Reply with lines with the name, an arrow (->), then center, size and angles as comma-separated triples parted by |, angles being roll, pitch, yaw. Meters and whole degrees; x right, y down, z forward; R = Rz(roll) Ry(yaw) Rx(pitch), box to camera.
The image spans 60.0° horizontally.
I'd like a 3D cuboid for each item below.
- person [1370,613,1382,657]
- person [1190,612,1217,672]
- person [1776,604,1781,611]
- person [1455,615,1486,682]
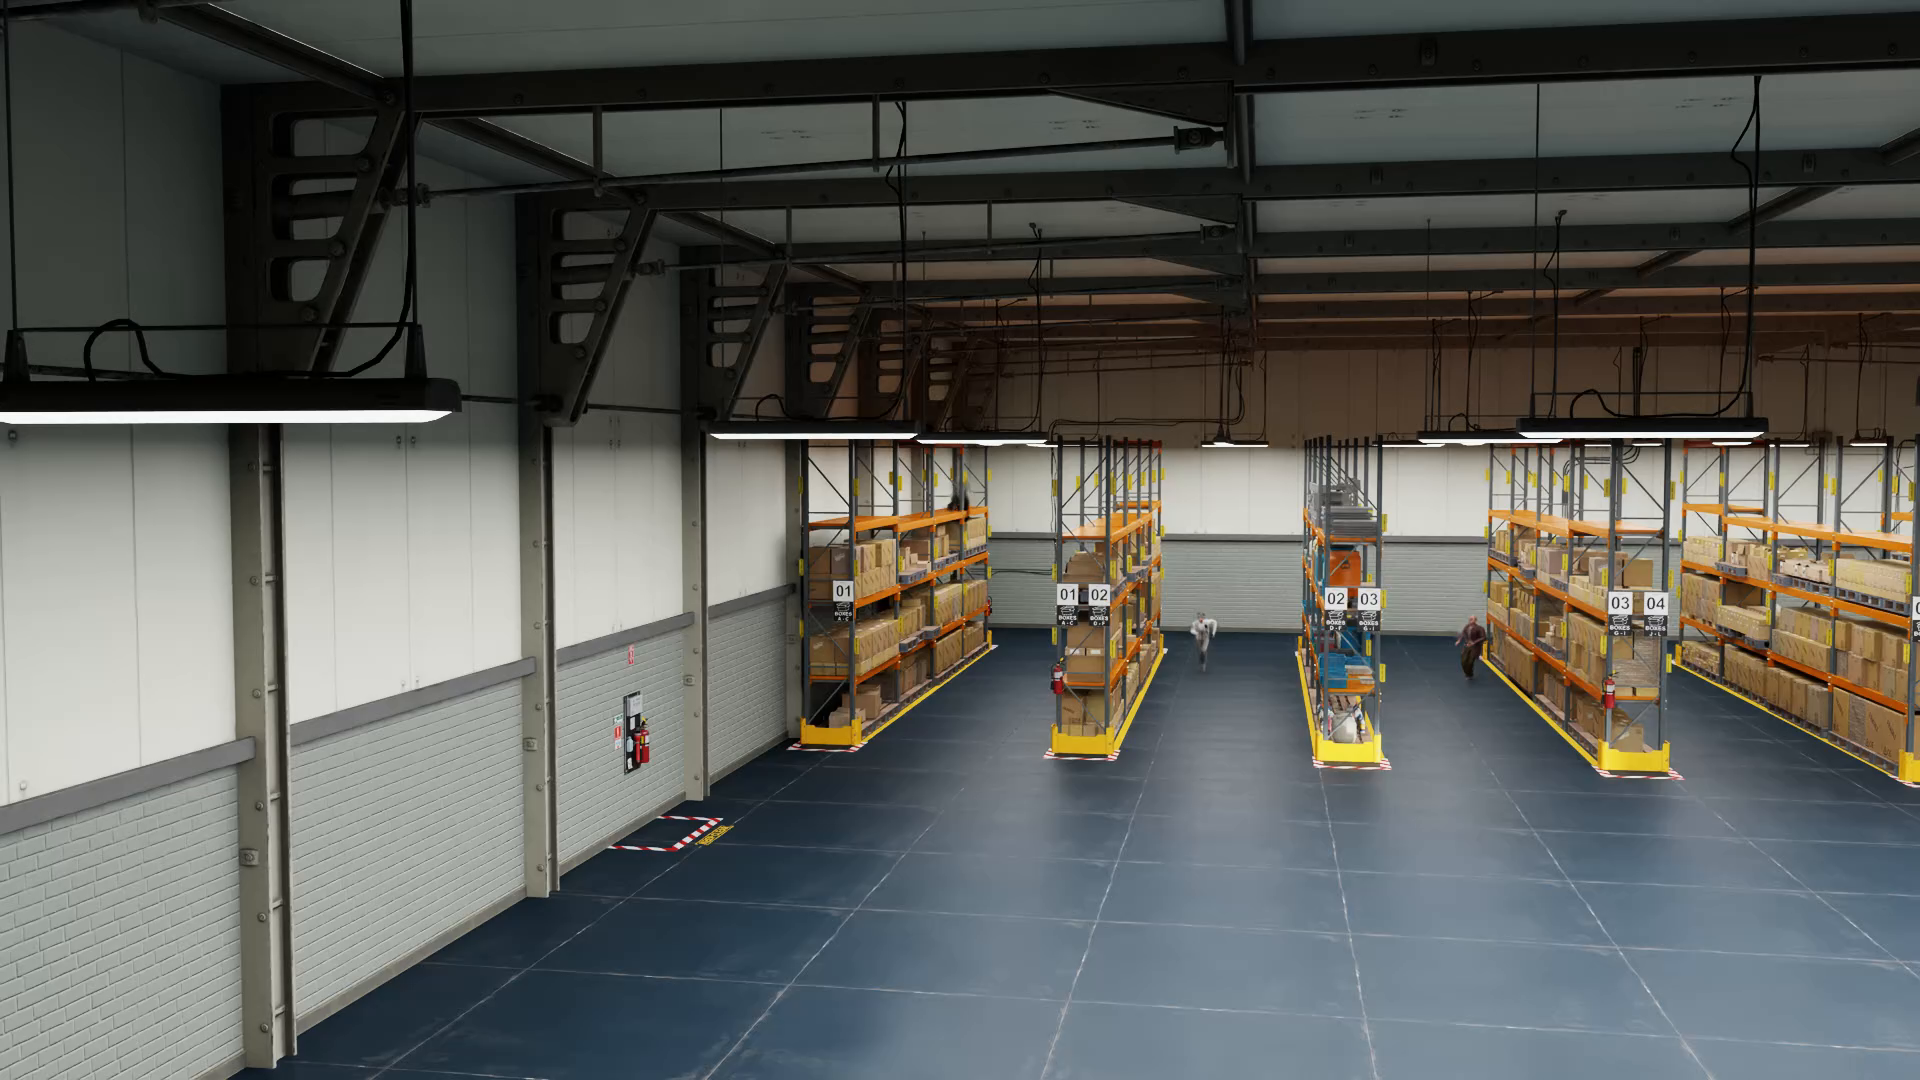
person -> 11.450, 2.414, 46.357 | 0.575, 1.629, 0.955 | 0, 3, -8
person -> 6.318, 2.636, 43.111 | 0.660, 1.602, 0.943 | 1, 3, 14
person -> 21.083, 2.544, 42.849 | 0.607, 1.789, 0.834 | 0, 3, -1
person -> 12.684, 2.681, 41.179 | 0.803, 1.692, 0.596 | 3, 4, 42
